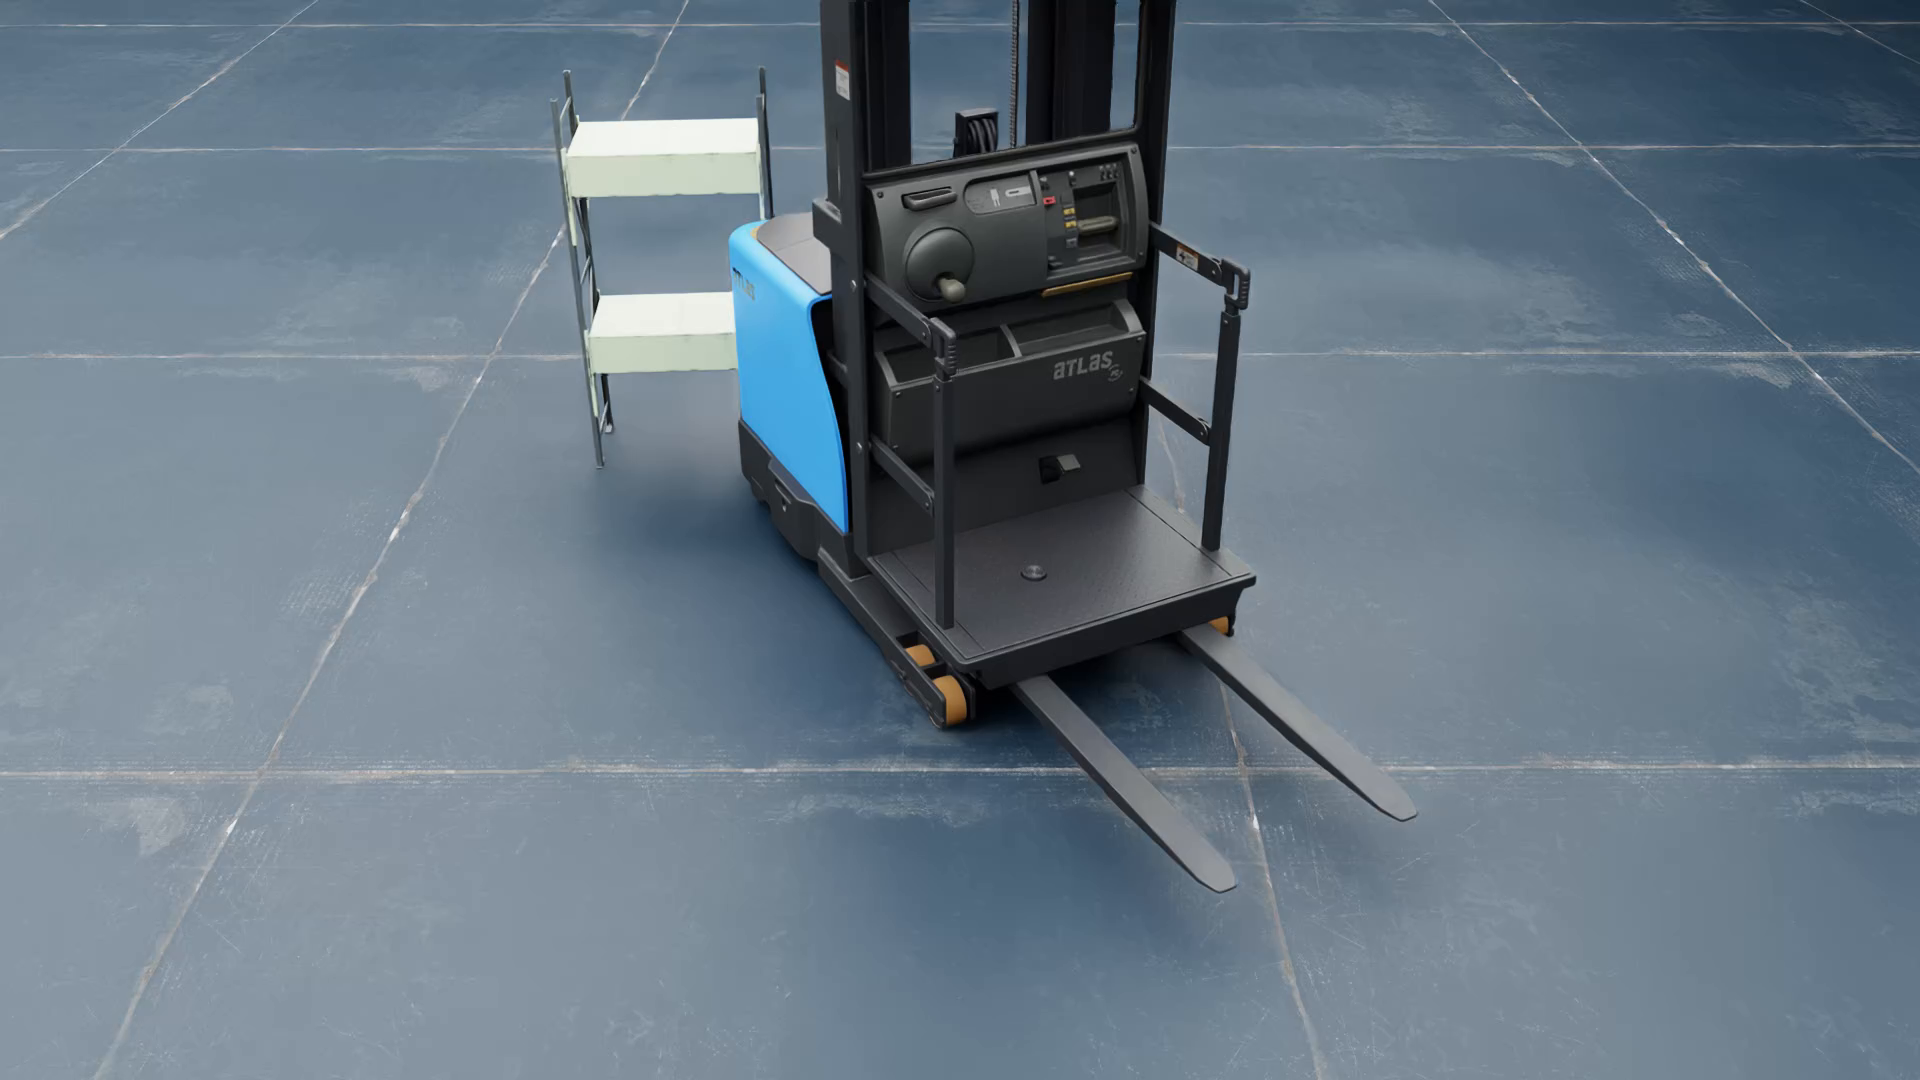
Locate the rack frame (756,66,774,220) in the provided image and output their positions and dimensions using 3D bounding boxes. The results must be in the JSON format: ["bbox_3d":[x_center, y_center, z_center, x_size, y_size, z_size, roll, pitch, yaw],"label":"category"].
[{"bbox_3d":[-0.740,-1.059,6.549,0.023,1.500,0.400,-2,31,-4],"label":"rack frame"}]

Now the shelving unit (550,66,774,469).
[{"bbox_3d":[-1.105,-1.045,6.526,0.755,1.500,0.431,-2,31,-4],"label":"shelving unit"}]

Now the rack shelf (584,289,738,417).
[{"bbox_3d":[-1.105,-0.766,6.695,0.720,0.370,0.431,-2,31,-4],"label":"rack shelf"}]

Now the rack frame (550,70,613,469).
[{"bbox_3d":[-1.470,-1.031,6.504,0.023,1.500,0.400,-2,31,-4],"label":"rack frame"}]

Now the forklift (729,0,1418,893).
[{"bbox_3d":[0.268,-0.924,4.947,1.130,2.935,3.031,-15,34,-23],"label":"forklift"}]

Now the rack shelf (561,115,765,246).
[{"bbox_3d":[-1.105,-1.379,6.324,0.720,0.370,0.431,-2,31,-4],"label":"rack shelf"}]
